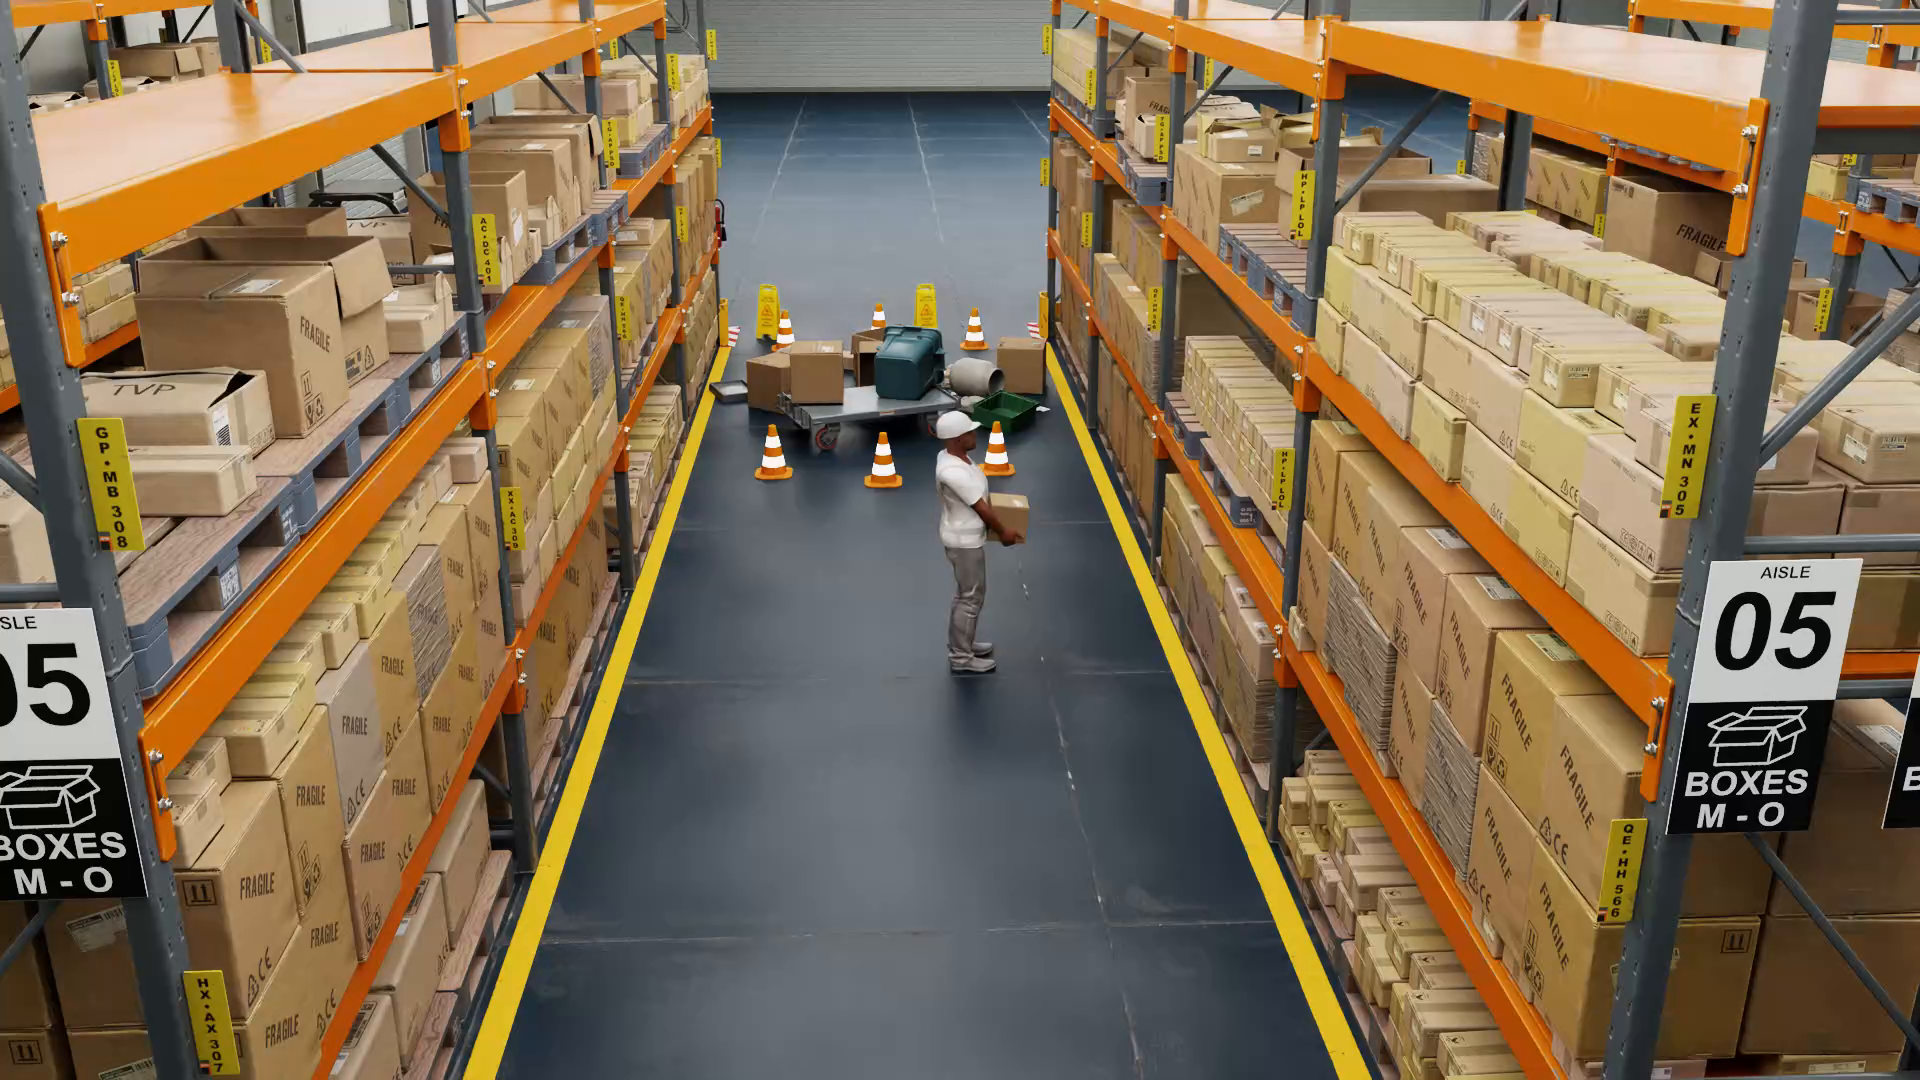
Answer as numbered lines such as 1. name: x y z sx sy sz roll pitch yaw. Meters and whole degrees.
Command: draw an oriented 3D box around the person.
1. person: 0.123 -0.003 11.058 0.577 1.762 0.502 -1 20 -3
